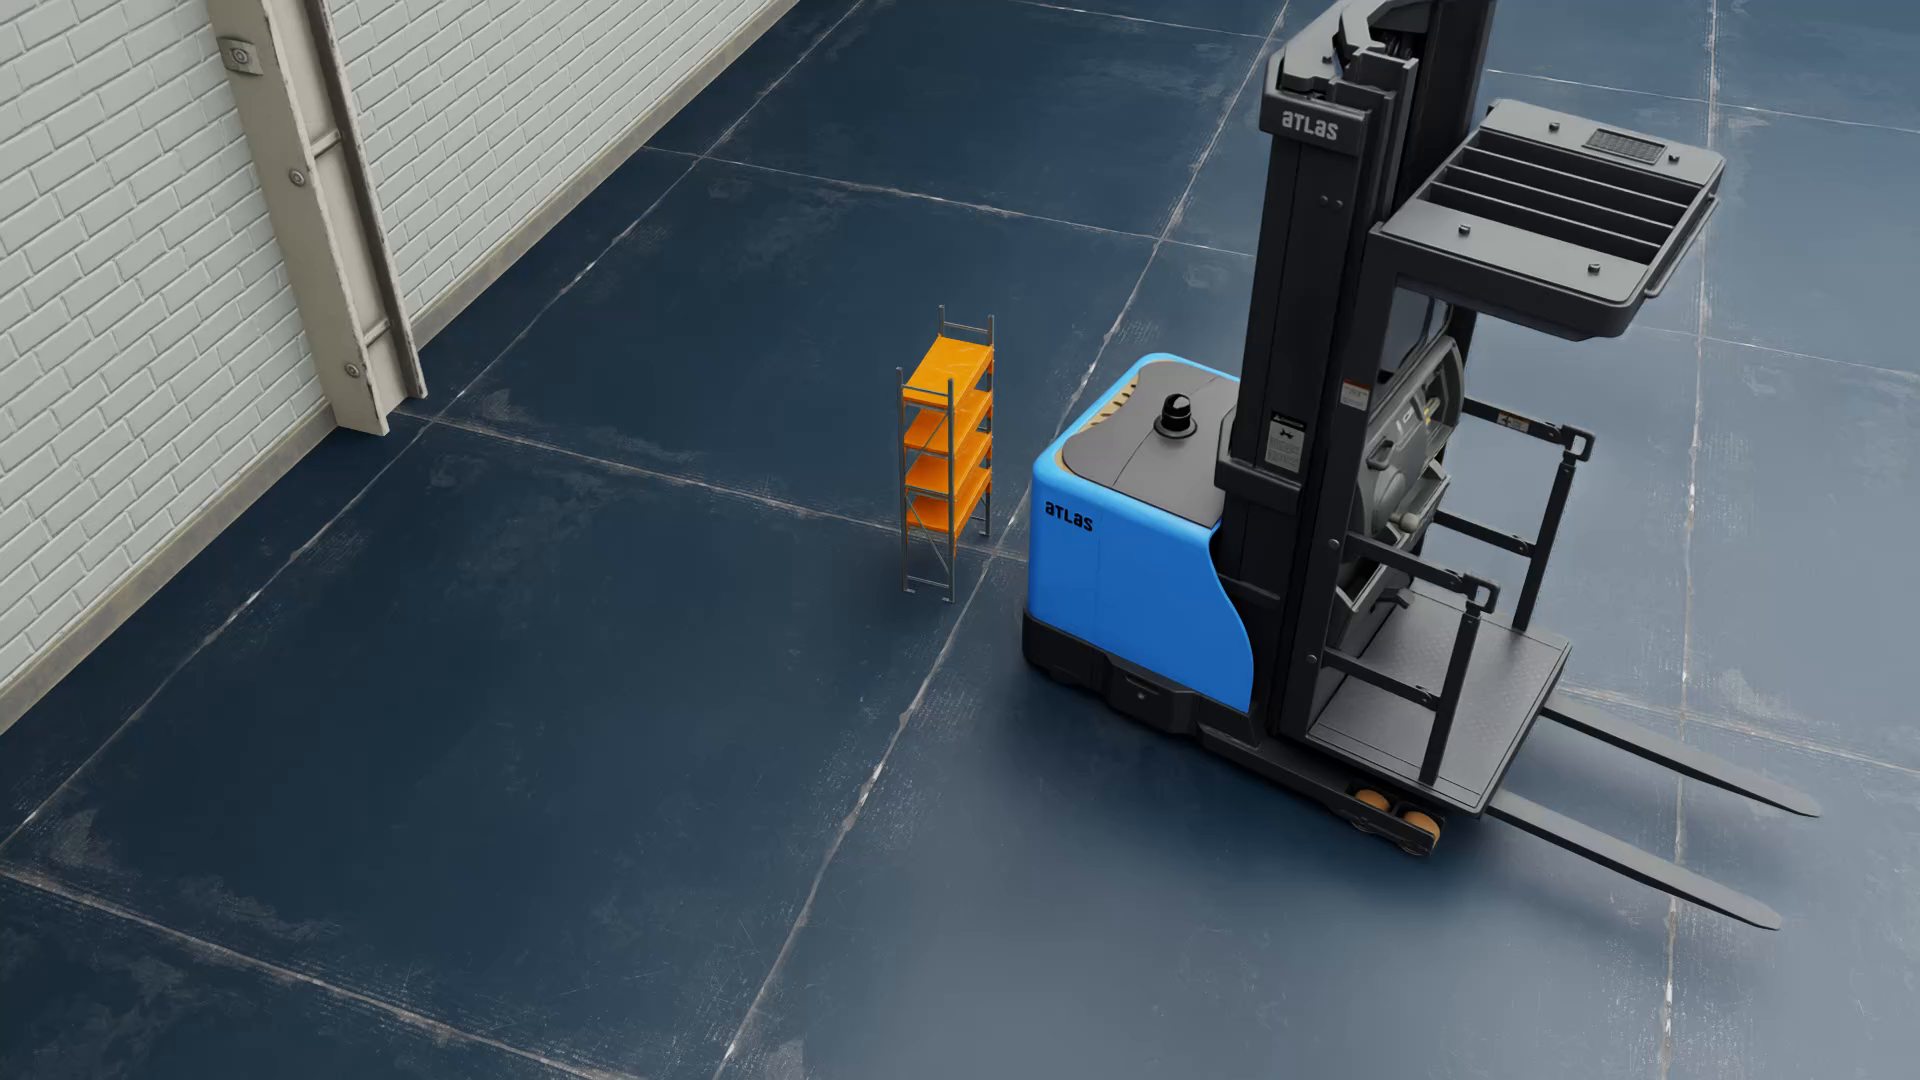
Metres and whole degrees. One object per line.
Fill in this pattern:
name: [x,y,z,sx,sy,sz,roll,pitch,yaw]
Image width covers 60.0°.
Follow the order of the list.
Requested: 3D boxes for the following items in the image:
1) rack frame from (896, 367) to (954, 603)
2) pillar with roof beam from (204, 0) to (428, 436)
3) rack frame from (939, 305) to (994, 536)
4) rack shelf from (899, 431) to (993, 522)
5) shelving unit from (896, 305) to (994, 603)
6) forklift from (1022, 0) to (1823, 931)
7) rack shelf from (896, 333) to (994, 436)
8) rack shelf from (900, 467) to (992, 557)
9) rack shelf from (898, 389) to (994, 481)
rack frame: [-0.140,-0.207,7.021,0.240,1.200,0.015,13,42,15]
pillar with roof beam: [1.088,-3.141,4.452,9.100,9.000,0.400,13,42,15]
rack frame: [0.027,-0.504,7.370,0.240,1.200,0.015,13,42,15]
rack shelf: [-0.057,-0.304,7.239,0.258,0.148,0.480,13,42,15]
shelving unit: [-0.057,-0.355,7.196,0.258,1.200,0.503,13,42,15]
forklift: [1.771,-0.318,5.818,3.031,2.935,1.130,24,46,25]
rack shelf: [-0.057,-0.654,6.941,0.258,0.148,0.480,13,42,15]
rack shelf: [-0.057,-0.153,7.368,0.258,0.148,0.480,13,42,15]
rack shelf: [-0.057,-0.474,7.094,0.258,0.148,0.480,13,42,15]
